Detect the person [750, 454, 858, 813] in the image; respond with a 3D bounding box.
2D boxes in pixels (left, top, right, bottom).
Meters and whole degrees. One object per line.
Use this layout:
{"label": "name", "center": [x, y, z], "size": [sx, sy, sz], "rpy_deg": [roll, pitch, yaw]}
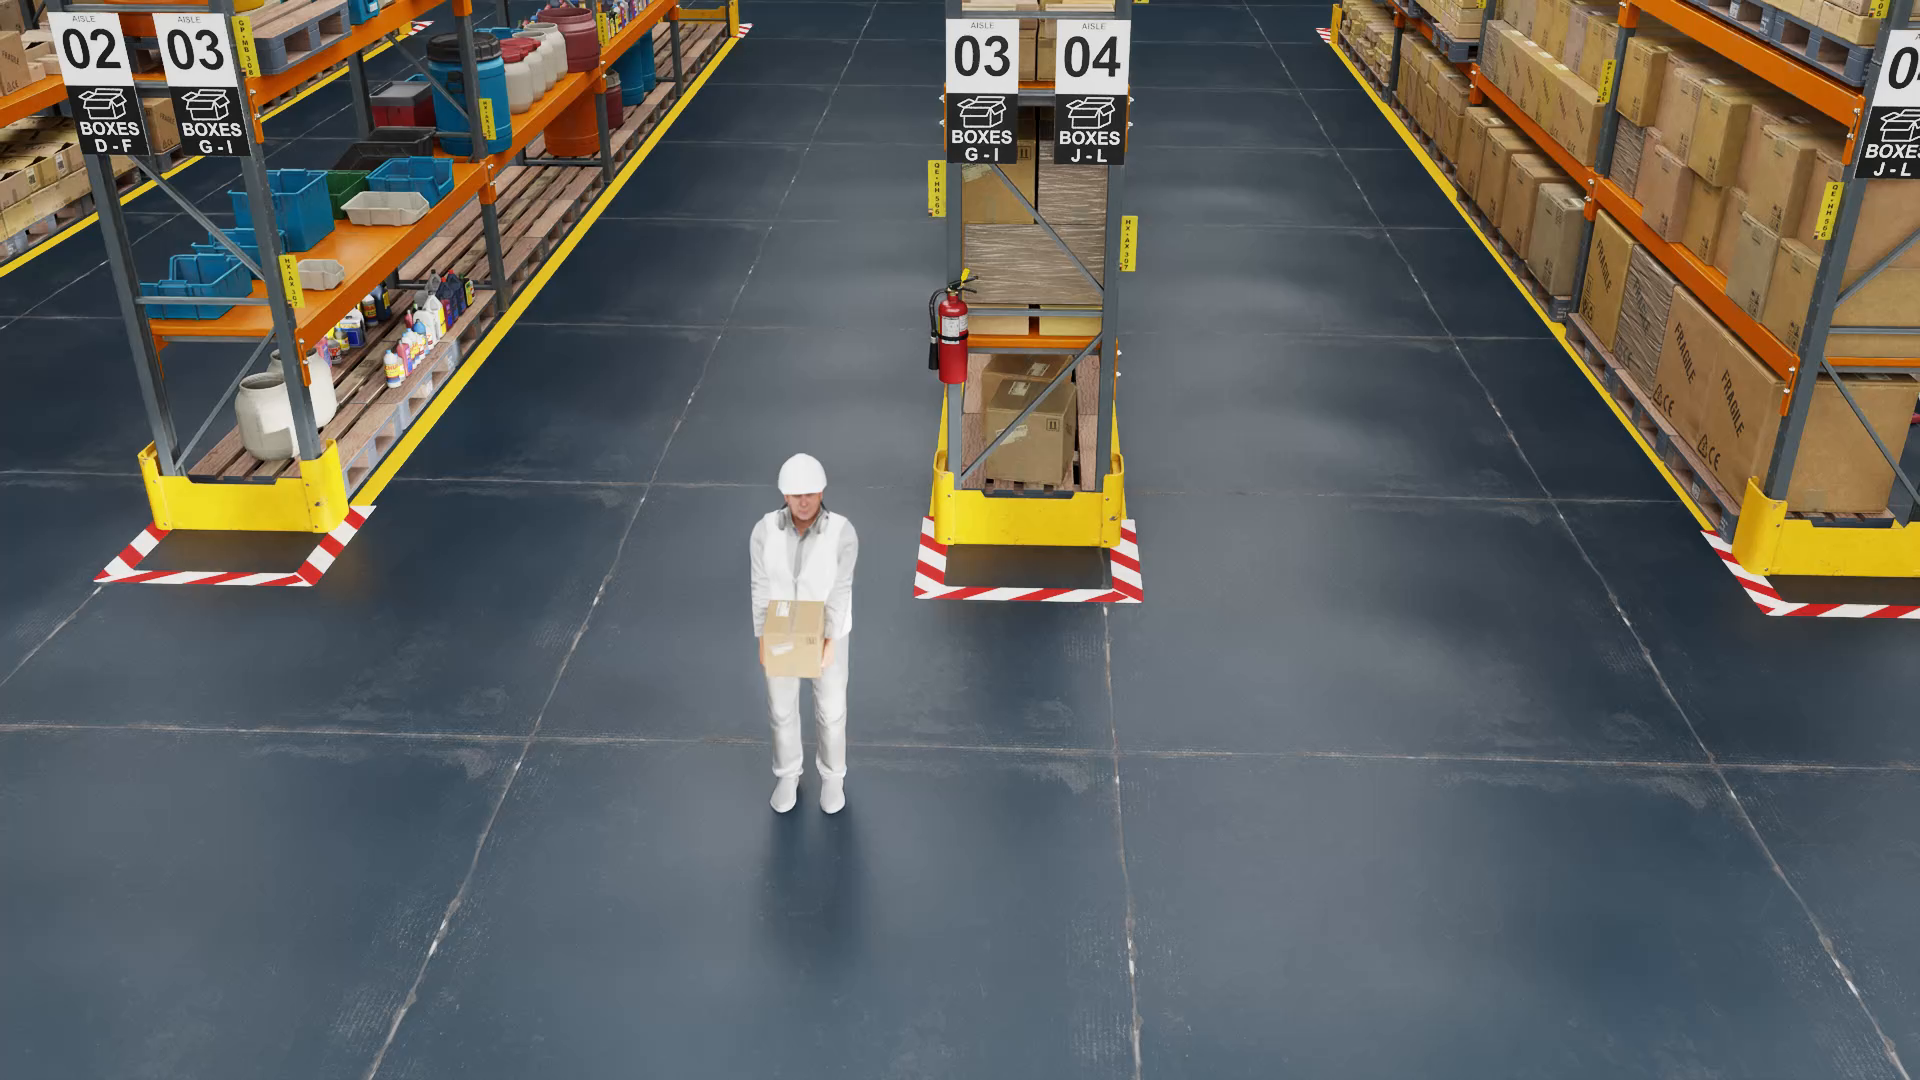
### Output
{"label": "person", "center": [-0.715, 0.474, 7.700], "size": [0.495, 1.770, 0.549], "rpy_deg": [1, 28, 2]}
